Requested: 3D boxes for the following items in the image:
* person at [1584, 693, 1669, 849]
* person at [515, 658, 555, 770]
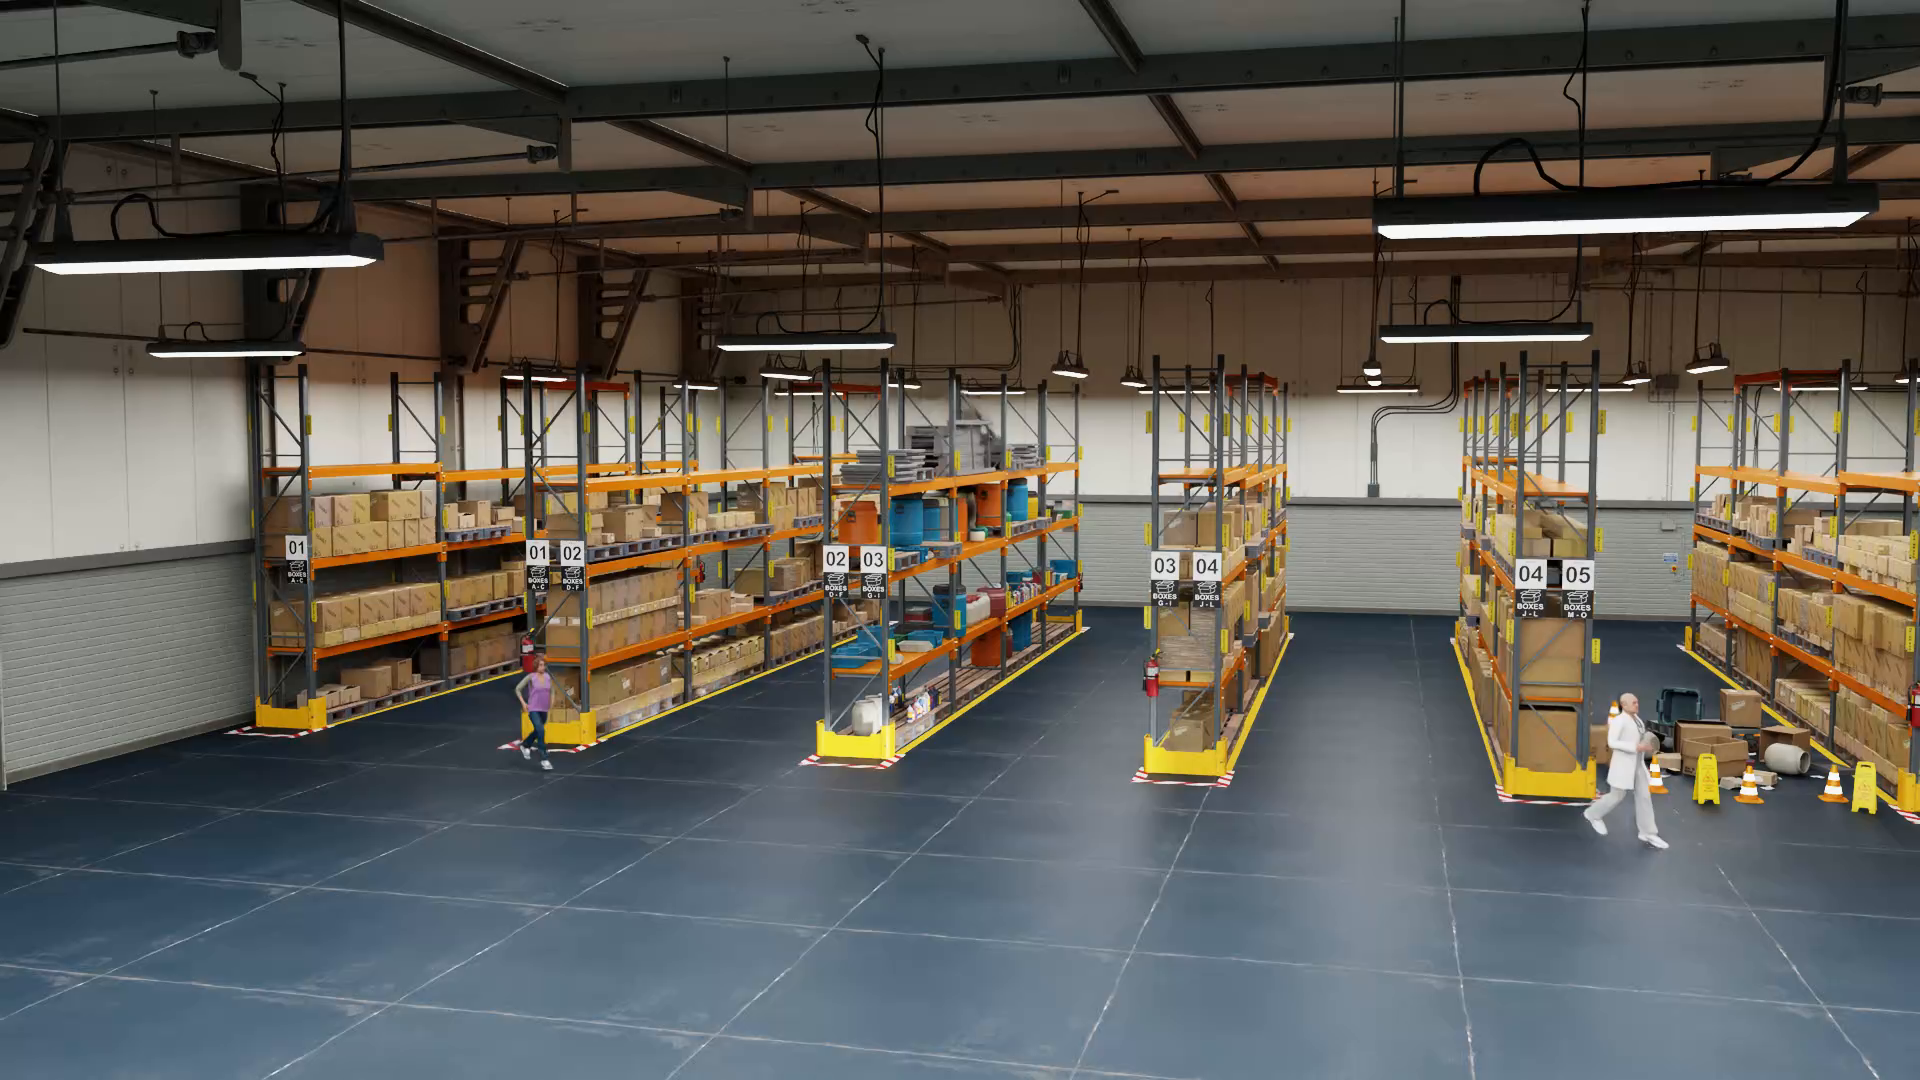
[{"bbox_3d":[7.957,2.718,19.878,0.711,1.790,1.056,-3,5,-33],"label":"person"},{"bbox_3d":[-6.208,2.518,24.420,0.860,1.599,0.556,3,5,41],"label":"person"}]
